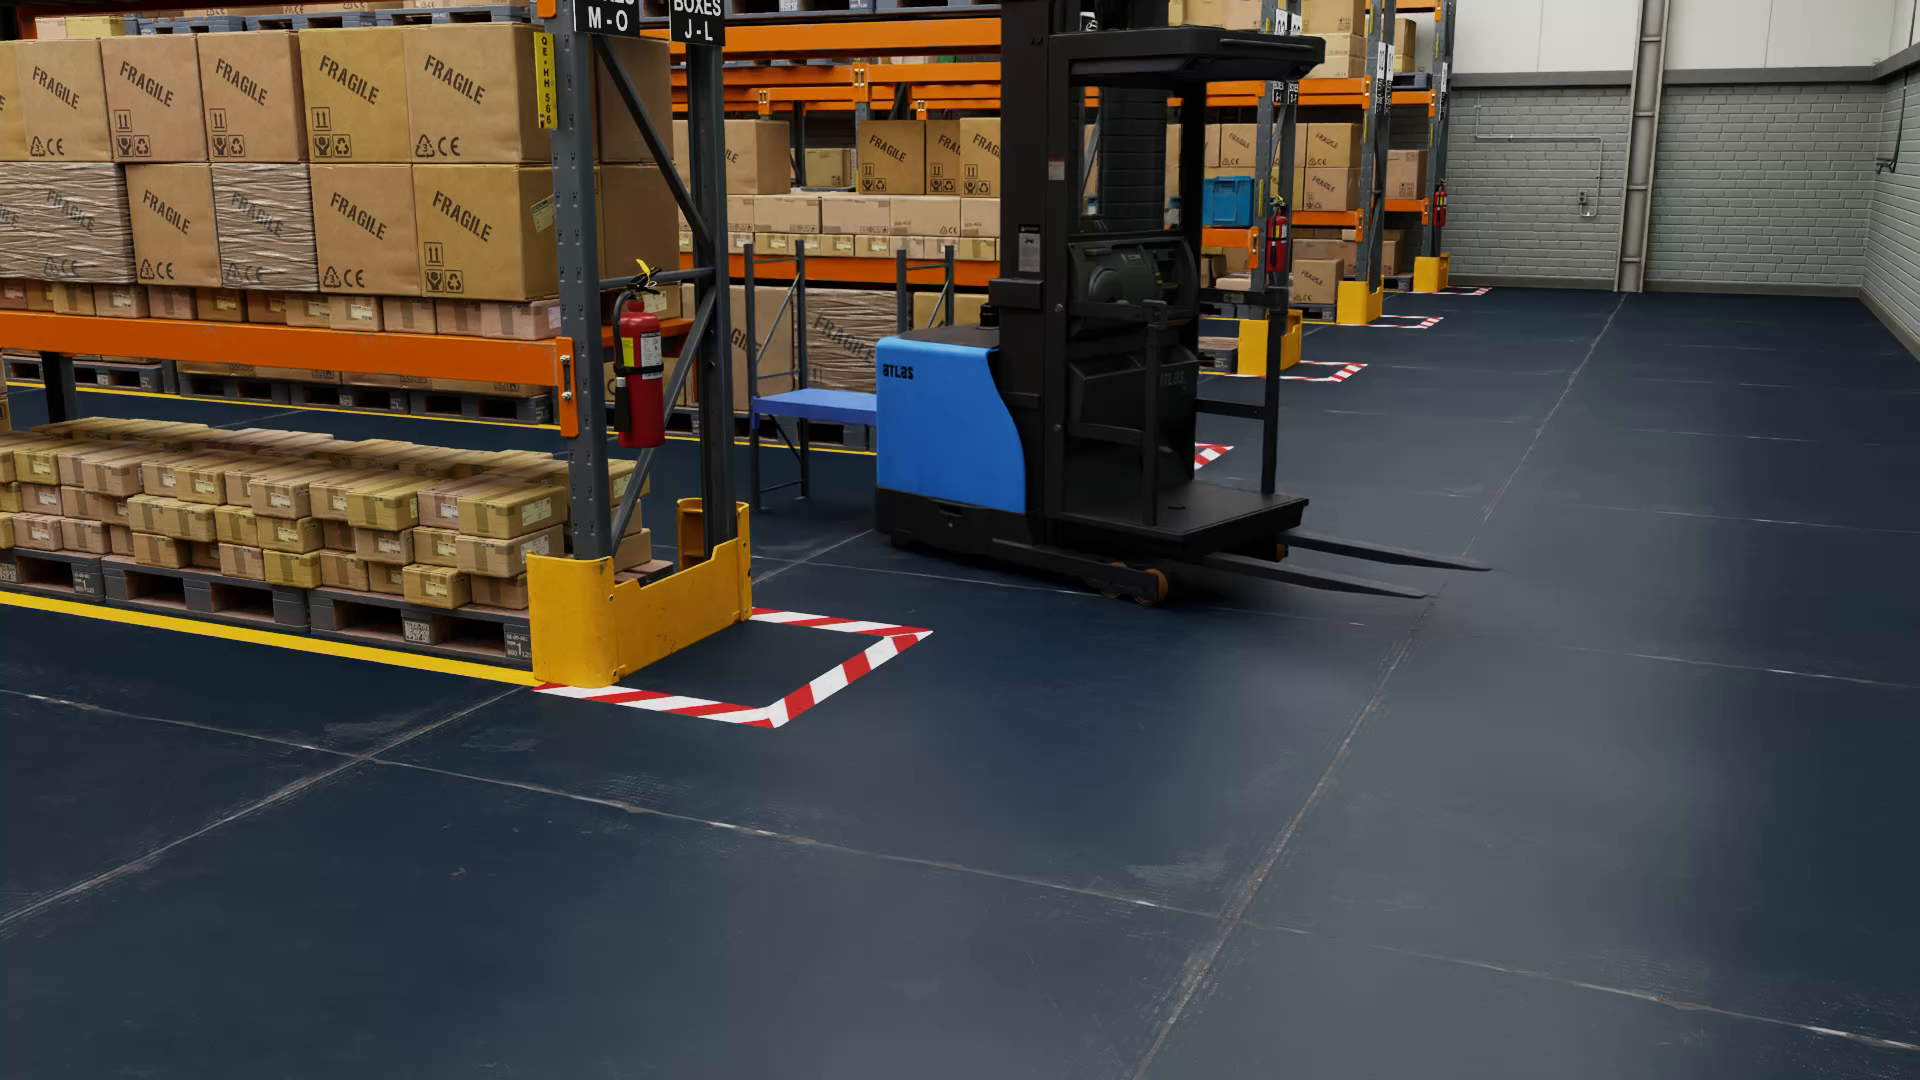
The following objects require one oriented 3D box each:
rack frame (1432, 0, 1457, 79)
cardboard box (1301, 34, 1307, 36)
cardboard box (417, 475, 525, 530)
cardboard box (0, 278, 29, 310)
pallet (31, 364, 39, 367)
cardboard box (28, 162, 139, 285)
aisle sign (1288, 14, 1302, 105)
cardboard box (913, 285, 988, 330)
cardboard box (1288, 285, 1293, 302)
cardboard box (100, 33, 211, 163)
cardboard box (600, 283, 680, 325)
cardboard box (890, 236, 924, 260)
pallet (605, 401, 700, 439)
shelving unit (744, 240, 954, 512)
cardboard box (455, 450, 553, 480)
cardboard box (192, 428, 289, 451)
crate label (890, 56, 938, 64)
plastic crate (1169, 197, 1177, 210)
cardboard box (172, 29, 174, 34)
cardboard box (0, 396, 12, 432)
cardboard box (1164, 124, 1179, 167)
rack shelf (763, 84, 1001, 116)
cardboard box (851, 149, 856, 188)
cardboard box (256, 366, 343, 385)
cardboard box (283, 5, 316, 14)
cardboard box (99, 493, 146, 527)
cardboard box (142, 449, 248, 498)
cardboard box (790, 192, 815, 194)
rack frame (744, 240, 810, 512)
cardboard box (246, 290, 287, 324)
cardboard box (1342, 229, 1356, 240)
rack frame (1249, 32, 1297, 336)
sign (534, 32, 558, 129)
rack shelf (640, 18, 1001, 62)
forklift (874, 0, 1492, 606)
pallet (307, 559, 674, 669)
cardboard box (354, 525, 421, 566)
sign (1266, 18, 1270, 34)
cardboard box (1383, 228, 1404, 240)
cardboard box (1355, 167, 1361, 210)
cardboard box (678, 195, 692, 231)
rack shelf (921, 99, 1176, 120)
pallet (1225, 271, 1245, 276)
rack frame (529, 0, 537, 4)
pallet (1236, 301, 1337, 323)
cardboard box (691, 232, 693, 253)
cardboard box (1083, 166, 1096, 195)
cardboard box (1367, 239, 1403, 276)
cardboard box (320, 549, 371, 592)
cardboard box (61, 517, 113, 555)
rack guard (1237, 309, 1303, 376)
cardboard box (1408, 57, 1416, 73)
[{"bbox_3d":[6.901,-8.070,23.449,0.127,3.000,1.000,6,14,23],"label":"rack frame"},{"bbox_3d":[3.867,-5.786,19.513,0.500,0.250,0.500,6,14,23],"label":"cardboard box"},{"bbox_3d":[-2.013,-0.157,6.875,0.250,0.149,0.380,6,15,24],"label":"cardboard box"},{"bbox_3d":[-4.219,-1.150,7.641,0.250,0.149,0.380,5,14,21],"label":"cardboard box"},{"bbox_3d":[-9.377,-1.727,15.652,1.213,0.211,1.003,6,14,23],"label":"pallet"},{"bbox_3d":[-3.625,-1.386,7.225,0.500,0.500,0.500,5,14,22],"label":"cardboard box"},{"bbox_3d":[3.074,-4.401,15.255,0.004,0.787,0.394,6,14,23],"label":"aisle sign"},{"bbox_3d":[0.264,-1.258,11.283,0.875,0.875,0.875,6,14,23],"label":"cardboard box"},{"bbox_3d":[3.967,-3.004,20.232,0.250,0.166,0.380,6,14,23],"label":"cardboard box"},{"bbox_3d":[-3.166,-1.831,6.934,0.500,0.500,0.500,5,14,21],"label":"cardboard box"},{"bbox_3d":[-1.383,-0.995,6.980,0.250,0.149,0.380,6,14,23],"label":"cardboard box"},{"bbox_3d":[-0.274,-1.958,11.084,0.250,0.149,0.380,6,15,24],"label":"cardboard box"},{"bbox_3d":[-2.112,-0.972,12.434,1.213,0.211,1.003,6,14,23],"label":"pallet"},{"bbox_3d":[-0.608,-0.875,9.199,1.048,1.500,0.538,8,16,32],"label":"shelving unit"},{"bbox_3d":[-2.040,-0.295,7.466,0.250,0.149,0.380,6,14,23],"label":"cardboard box"},{"bbox_3d":[-3.475,-0.434,8.057,0.250,0.149,0.380,5,14,21],"label":"cardboard box"},{"bbox_3d":[-0.439,-4.677,16.131,0.466,0.136,0.293,6,14,23],"label":"crate label"},{"bbox_3d":[2.194,-3.181,15.978,0.300,0.233,0.416,6,14,23],"label":"plastic crate"},{"bbox_3d":[-6.759,-4.270,14.148,0.500,0.250,0.500,6,15,24],"label":"cardboard box"},{"bbox_3d":[-5.445,-0.501,8.874,0.500,0.500,0.500,6,15,25],"label":"cardboard box"},{"bbox_3d":[2.499,-4.822,20.333,0.500,0.500,0.500,5,14,22],"label":"cardboard box"},{"bbox_3d":[-0.588,-5.780,21.829,4.000,0.370,1.077,6,14,23],"label":"rack shelf"},{"bbox_3d":[-1.037,-4.949,22.140,0.500,0.500,0.700,9,16,34],"label":"cardboard box"},{"bbox_3d":[-4.998,-1.804,13.608,0.875,0.875,1.225,6,14,23],"label":"cardboard box"},{"bbox_3d":[-5.021,-4.397,13.221,0.500,0.500,0.500,7,15,26],"label":"cardboard box"},{"bbox_3d":[-3.682,-0.175,7.603,0.250,0.149,0.380,7,15,26],"label":"cardboard box"},{"bbox_3d":[-3.437,-0.301,7.492,0.250,0.149,0.380,5,14,21],"label":"cardboard box"},{"bbox_3d":[-1.325,-2.407,12.124,0.500,0.250,0.500,6,15,24],"label":"cardboard box"},{"bbox_3d":[-1.036,-0.937,9.466,0.032,1.500,0.500,8,16,32],"label":"rack frame"},{"bbox_3d":[-2.774,-1.006,7.024,0.250,0.149,0.380,5,14,21],"label":"cardboard box"},{"bbox_3d":[5.795,-4.494,24.473,0.250,0.149,0.380,6,15,25],"label":"cardboard box"},{"bbox_3d":[2.888,-3.080,15.316,0.127,3.000,1.000,6,14,23],"label":"rack frame"},{"bbox_3d":[-1.463,-1.623,5.878,0.005,0.325,0.100,6,14,23],"label":"sign"},{"bbox_3d":[-0.947,-3.341,11.435,4.000,0.370,1.077,6,14,23],"label":"rack shelf"},{"bbox_3d":[0.984,-1.266,7.733,3.031,2.935,1.130,12,18,41],"label":"forklift"},{"bbox_3d":[-2.018,0.249,7.232,1.213,0.211,1.003,6,14,23],"label":"pallet"},{"bbox_3d":[-2.294,-0.017,6.933,0.250,0.149,0.380,5,14,21],"label":"cardboard box"},{"bbox_3d":[2.680,-4.373,14.489,0.005,0.325,0.100,6,14,23],"label":"sign"},{"bbox_3d":[6.415,-4.527,24.614,0.250,0.149,0.380,6,14,24],"label":"cardboard box"},{"bbox_3d":[4.599,-4.259,20.122,0.500,0.500,0.500,6,15,24],"label":"cardboard box"},{"bbox_3d":[-1.999,-2.342,11.849,0.500,0.250,0.500,6,14,23],"label":"cardboard box"},{"bbox_3d":[1.415,-6.815,26.240,4.000,0.370,1.077,6,14,23],"label":"rack shelf"},{"bbox_3d":[3.907,-4.075,25.661,1.213,0.211,1.003,6,14,23],"label":"pallet"},{"bbox_3d":[-2.775,-5.337,11.799,0.127,3.000,1.000,6,14,23],"label":"rack frame"},{"bbox_3d":[4.099,-2.837,20.386,1.213,0.211,1.003,6,14,23],"label":"pallet"},{"bbox_3d":[-1.683,-2.101,11.691,0.250,0.149,0.380,6,14,22],"label":"cardboard box"},{"bbox_3d":[1.596,-4.429,20.846,0.500,0.500,0.500,6,15,25],"label":"cardboard box"},{"bbox_3d":[6.220,-4.181,24.559,0.500,0.500,0.700,6,14,23],"label":"cardboard box"},{"bbox_3d":[-2.499,0.094,7.110,0.250,0.149,0.380,6,14,24],"label":"cardboard box"},{"bbox_3d":[-3.930,-0.055,7.745,0.250,0.149,0.380,5,14,22],"label":"cardboard box"},{"bbox_3d":[2.915,-1.864,15.604,0.348,0.500,1.175,6,14,23],"label":"rack guard"},{"bbox_3d":[6.333,-6.909,24.256,0.500,0.250,0.500,7,15,26],"label":"cardboard box"}]
